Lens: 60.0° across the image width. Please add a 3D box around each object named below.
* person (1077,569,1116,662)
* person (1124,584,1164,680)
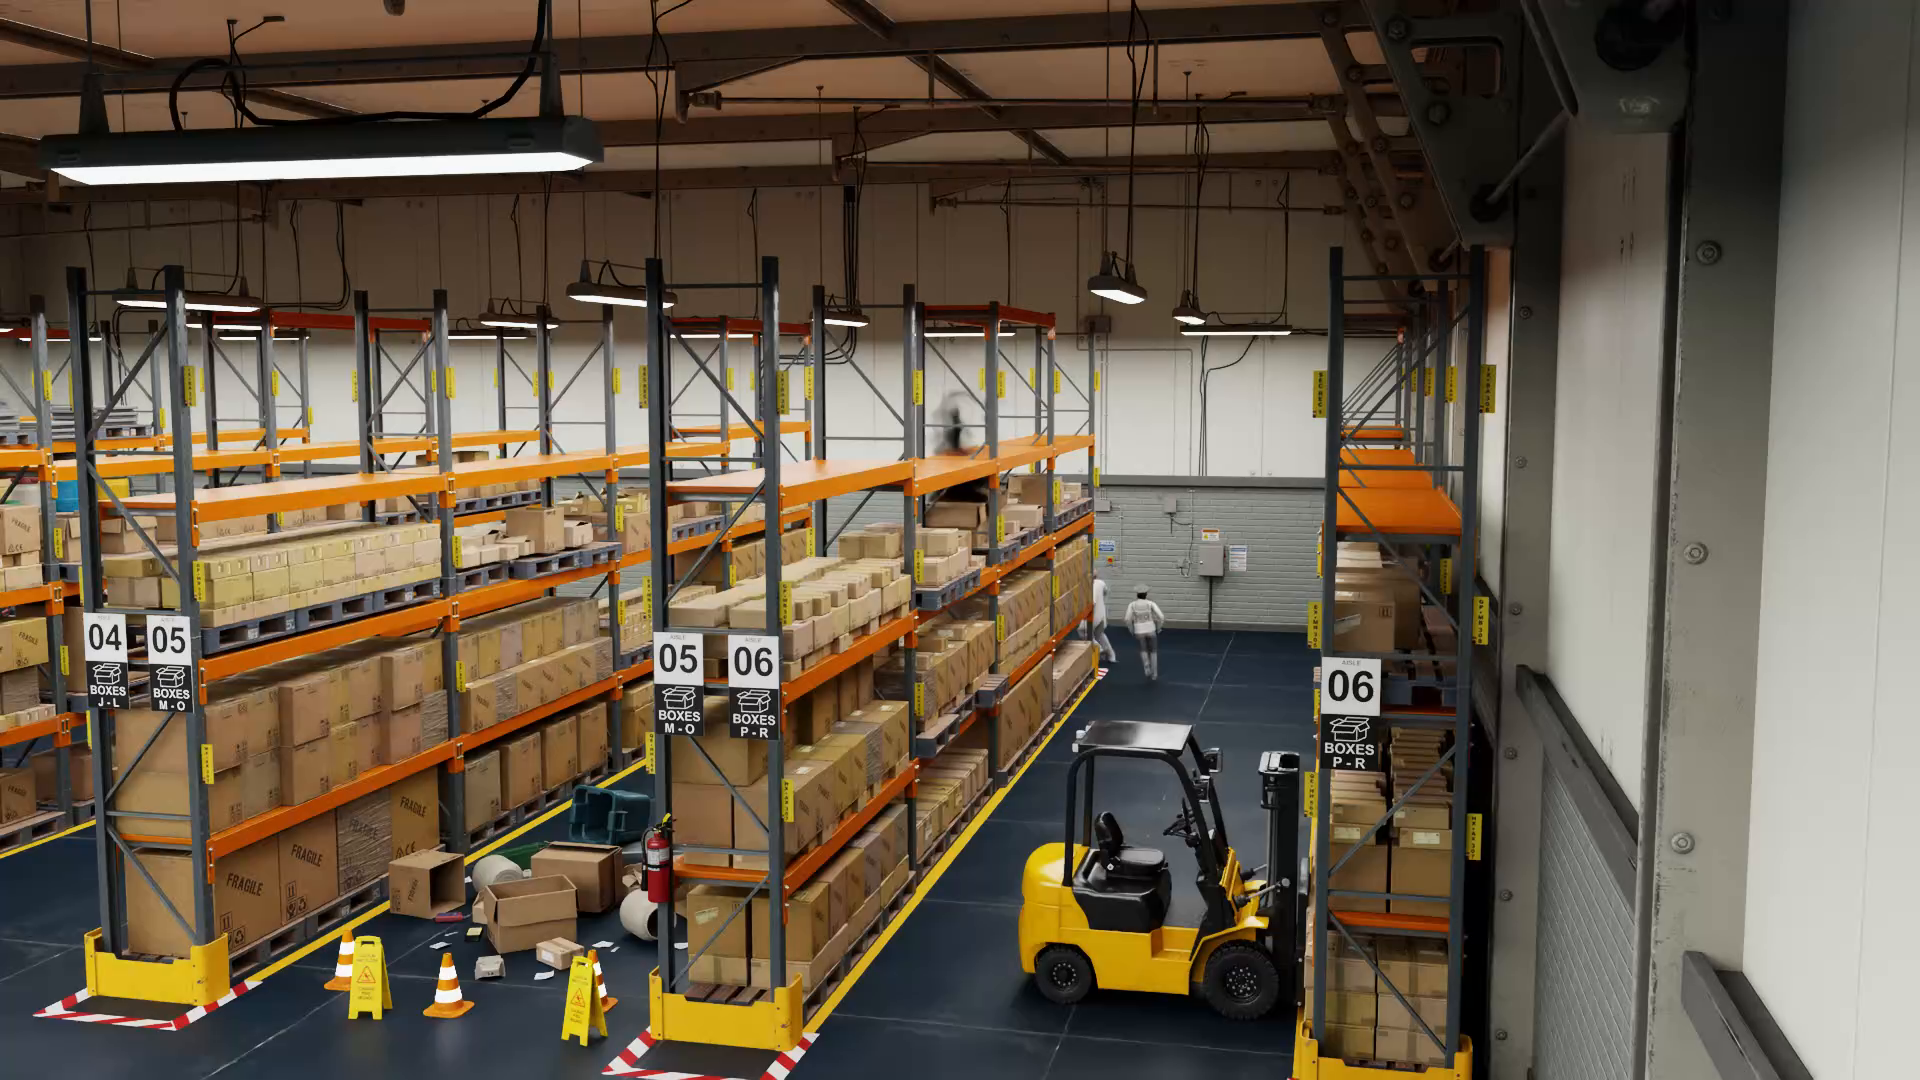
[{"bbox_3d":[2.358,1.339,29.488,0.636,1.709,0.793,4,7,35],"label":"person"},{"bbox_3d":[3.078,1.559,27.828,0.662,1.649,0.513,1,6,5],"label":"person"}]
